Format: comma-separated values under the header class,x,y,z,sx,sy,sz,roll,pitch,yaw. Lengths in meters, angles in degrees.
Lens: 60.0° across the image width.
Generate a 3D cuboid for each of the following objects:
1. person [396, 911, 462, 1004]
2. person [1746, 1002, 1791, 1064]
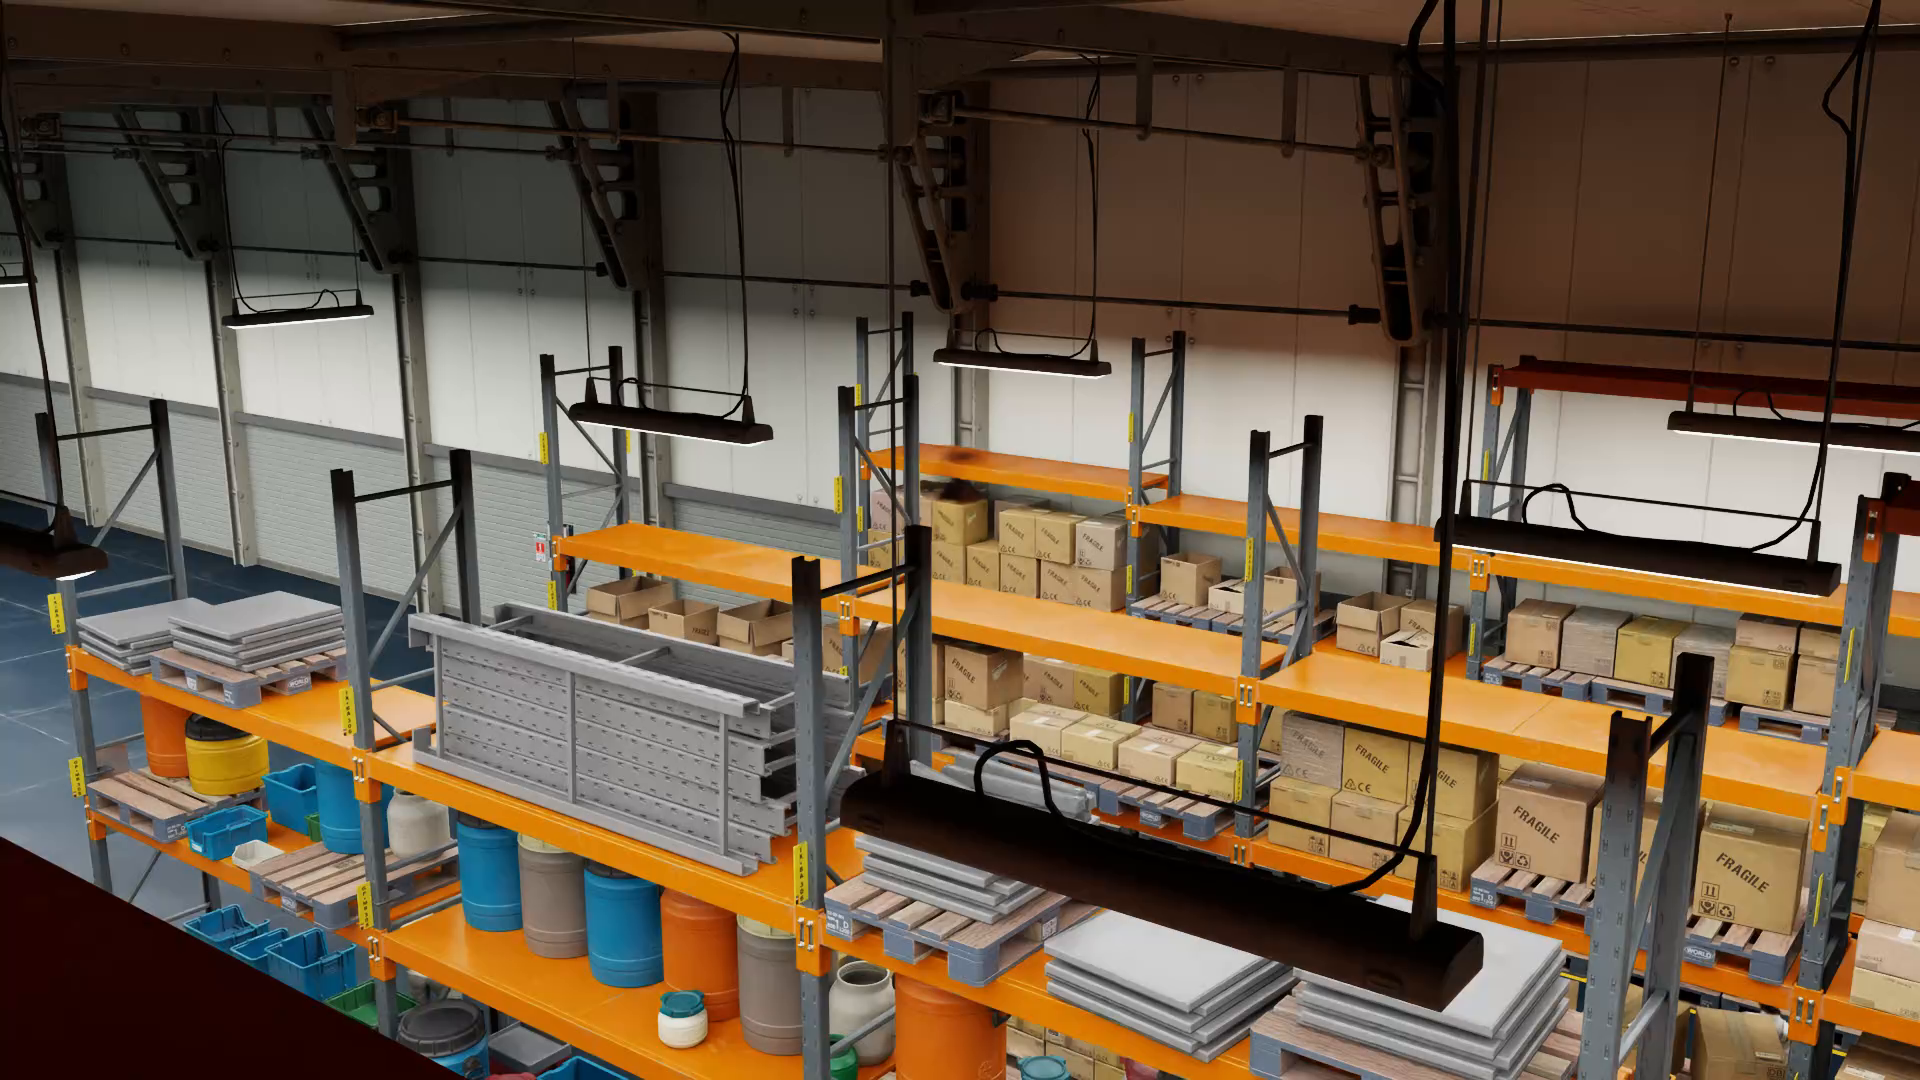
class,x,y,z,sx,sy,sz,roll,pitch,yaw
person,-4.705,3.870,14.990,0.671,1.692,0.610,2,13,8
person,6.286,4.268,13.095,0.504,1.678,0.333,7,15,28
